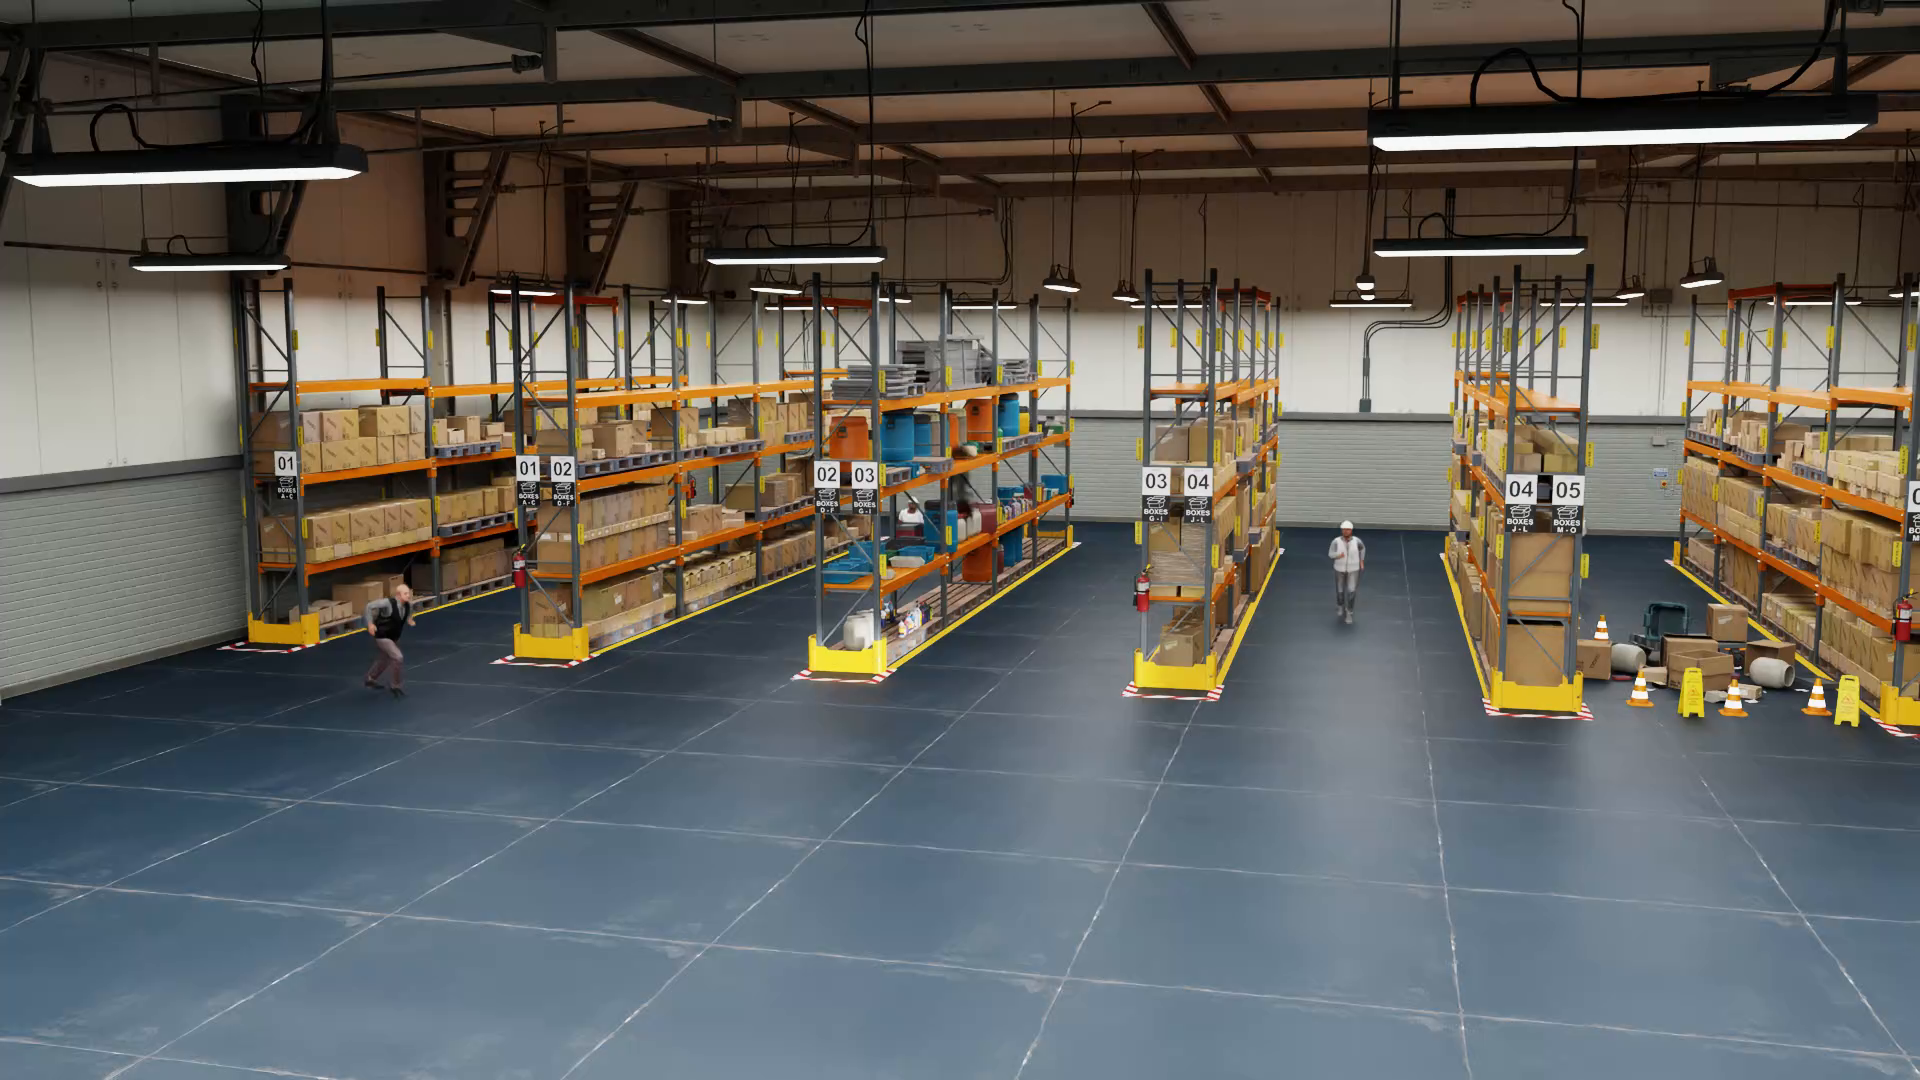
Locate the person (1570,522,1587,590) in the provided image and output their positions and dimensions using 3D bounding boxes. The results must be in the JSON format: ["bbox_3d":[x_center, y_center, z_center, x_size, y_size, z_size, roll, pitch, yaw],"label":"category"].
[{"bbox_3d":[12.203,0.165,33.316,0.707,1.729,0.828,1,7,6],"label":"person"}]

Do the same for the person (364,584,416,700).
[{"bbox_3d":[-8.065,1.434,23.356,0.990,1.673,0.703,4,8,29],"label":"person"}]

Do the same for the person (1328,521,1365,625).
[{"bbox_3d":[6.893,0.562,29.674,0.649,1.827,0.865,1,7,12],"label":"person"}]

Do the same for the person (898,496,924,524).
[{"bbox_3d":[-1.019,-0.051,34.633,0.677,1.727,0.730,1,7,11],"label":"person"}]
